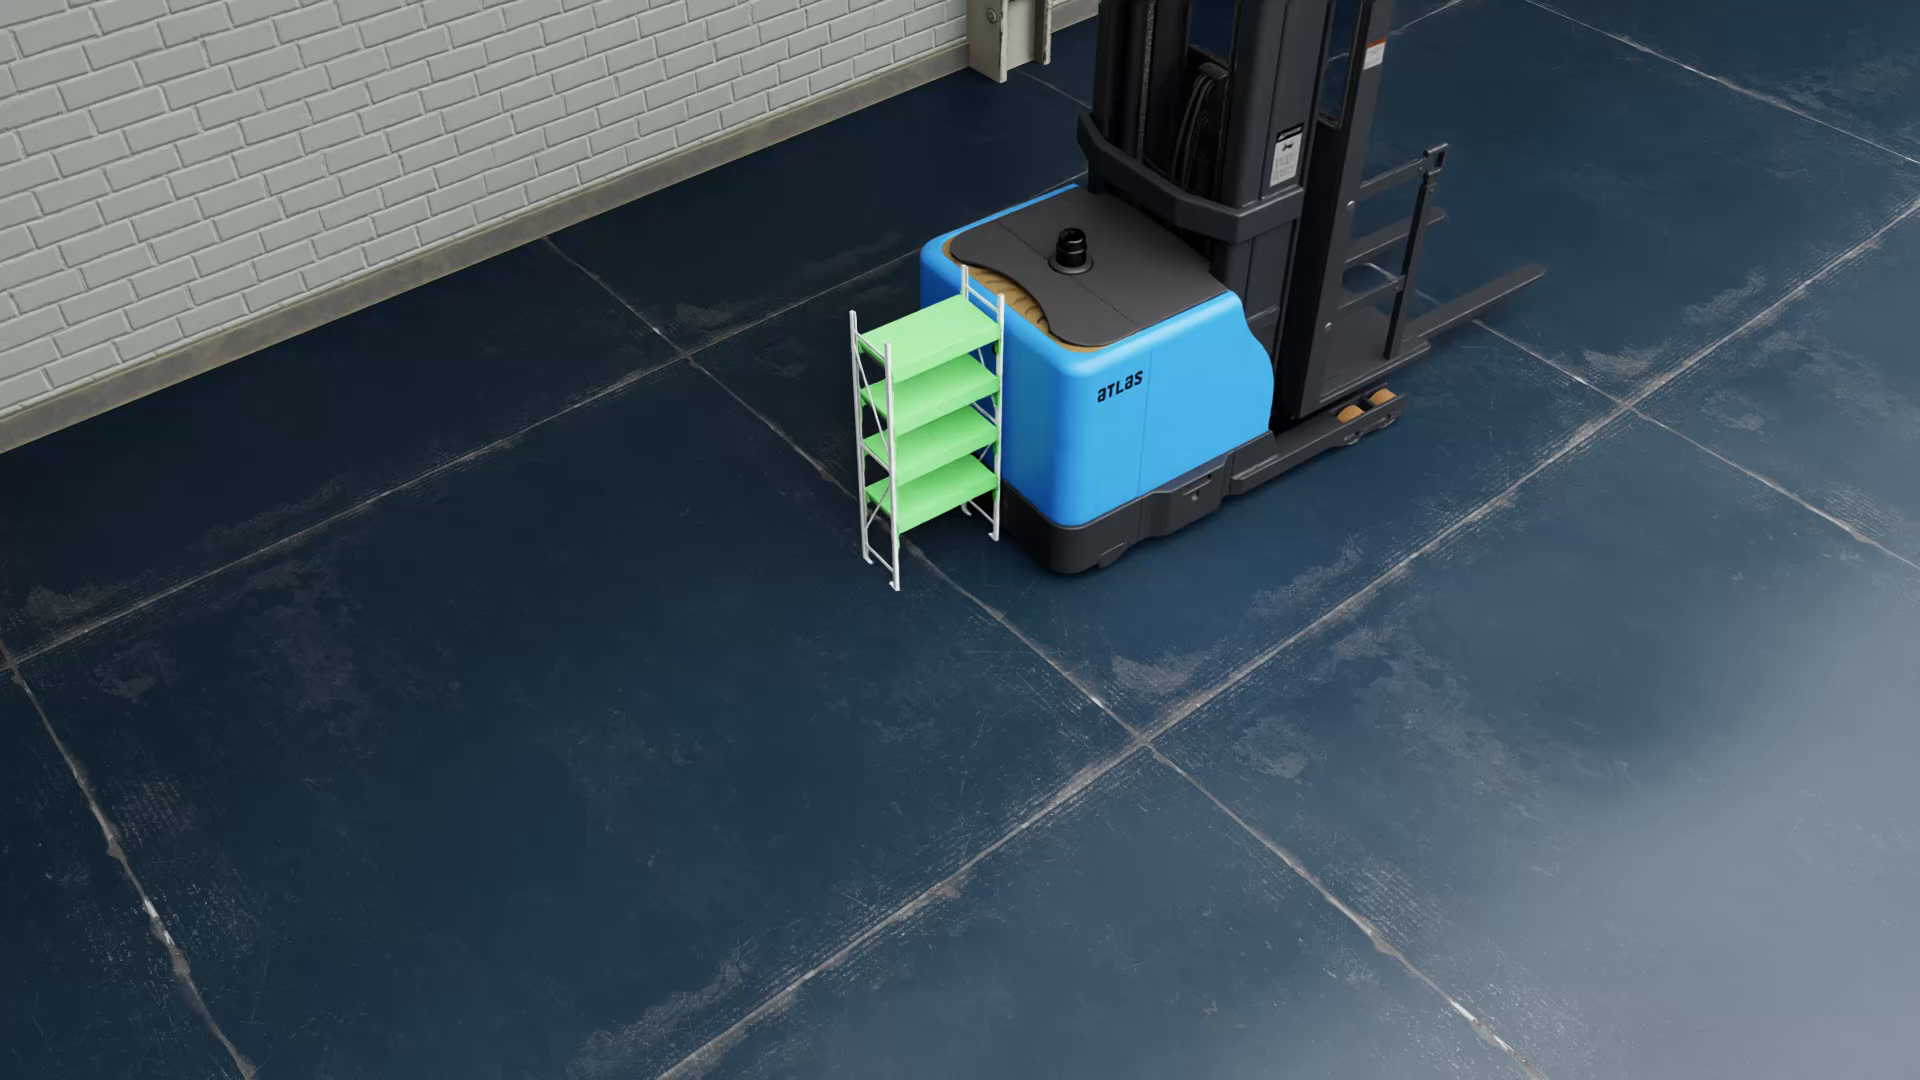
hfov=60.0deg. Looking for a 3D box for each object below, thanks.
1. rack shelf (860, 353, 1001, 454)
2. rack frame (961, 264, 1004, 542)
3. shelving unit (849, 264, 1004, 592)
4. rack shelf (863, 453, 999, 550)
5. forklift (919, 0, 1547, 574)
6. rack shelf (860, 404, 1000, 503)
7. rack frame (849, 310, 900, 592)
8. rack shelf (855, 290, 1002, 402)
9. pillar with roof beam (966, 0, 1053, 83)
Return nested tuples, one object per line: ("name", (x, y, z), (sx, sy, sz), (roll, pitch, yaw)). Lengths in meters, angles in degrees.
("rack shelf", (-0.116, -0.530, 6.181), (0.480, 0.148, 0.258), (-26, 49, -25))
("rack frame", (0.082, -0.499, 6.405), (0.015, 1.200, 0.240), (-26, 49, -25))
("shelving unit", (-0.116, -0.402, 6.301), (0.503, 1.200, 0.258), (-26, 49, -25))
("rack shelf", (-0.116, -0.180, 6.509), (0.480, 0.148, 0.258), (-26, 49, -25))
("forklift", (1.322, -1.751, 6.473), (3.031, 2.935, 1.130), (-26, 49, -25))
("rack shelf", (-0.116, -0.355, 6.345), (0.480, 0.148, 0.258), (-26, 49, -25))
("rack frame", (-0.314, -0.304, 6.197), (0.015, 1.200, 0.240), (-26, 49, -25))
("rack shelf", (-0.116, -0.705, 6.016), (0.480, 0.148, 0.258), (-26, 49, -25))
("pillar with roof beam", (3.044, -3.808, 4.231), (0.400, 9.000, 9.100), (-30, 51, -28))
